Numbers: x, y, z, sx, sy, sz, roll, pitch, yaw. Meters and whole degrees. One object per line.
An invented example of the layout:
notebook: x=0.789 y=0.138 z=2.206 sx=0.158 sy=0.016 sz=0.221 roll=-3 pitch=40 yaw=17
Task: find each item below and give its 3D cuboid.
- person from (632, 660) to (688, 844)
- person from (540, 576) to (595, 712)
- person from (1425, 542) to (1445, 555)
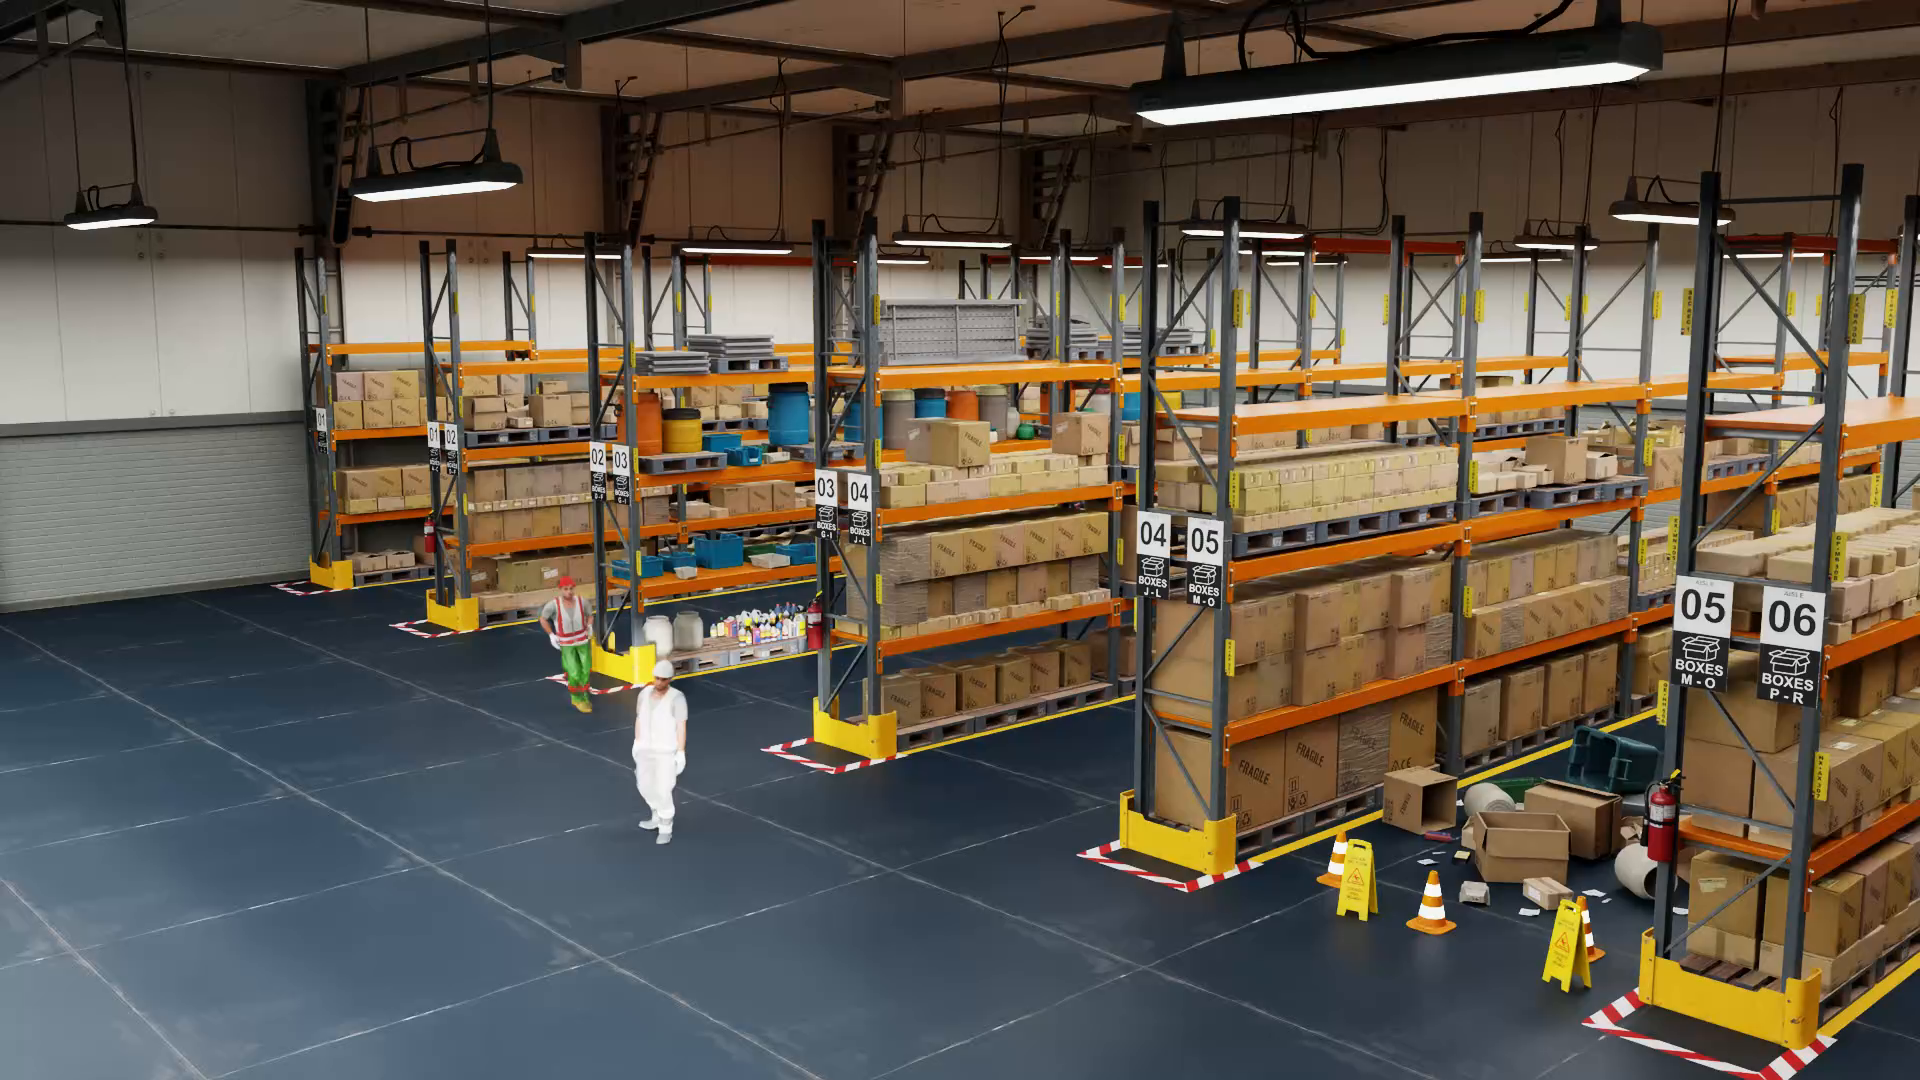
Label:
person: x=-2.846 y=1.984 z=15.825 sx=0.644 sy=1.768 sz=0.481 roll=4 pitch=9 yaw=23
person: x=-4.808 y=1.292 z=20.575 sx=0.630 sy=1.722 sz=0.658 roll=-5 pitch=10 yaw=-30
person: x=6.908 y=0.752 z=24.215 sx=0.662 sy=1.753 sz=0.687 roll=8 pitch=12 yaw=44
